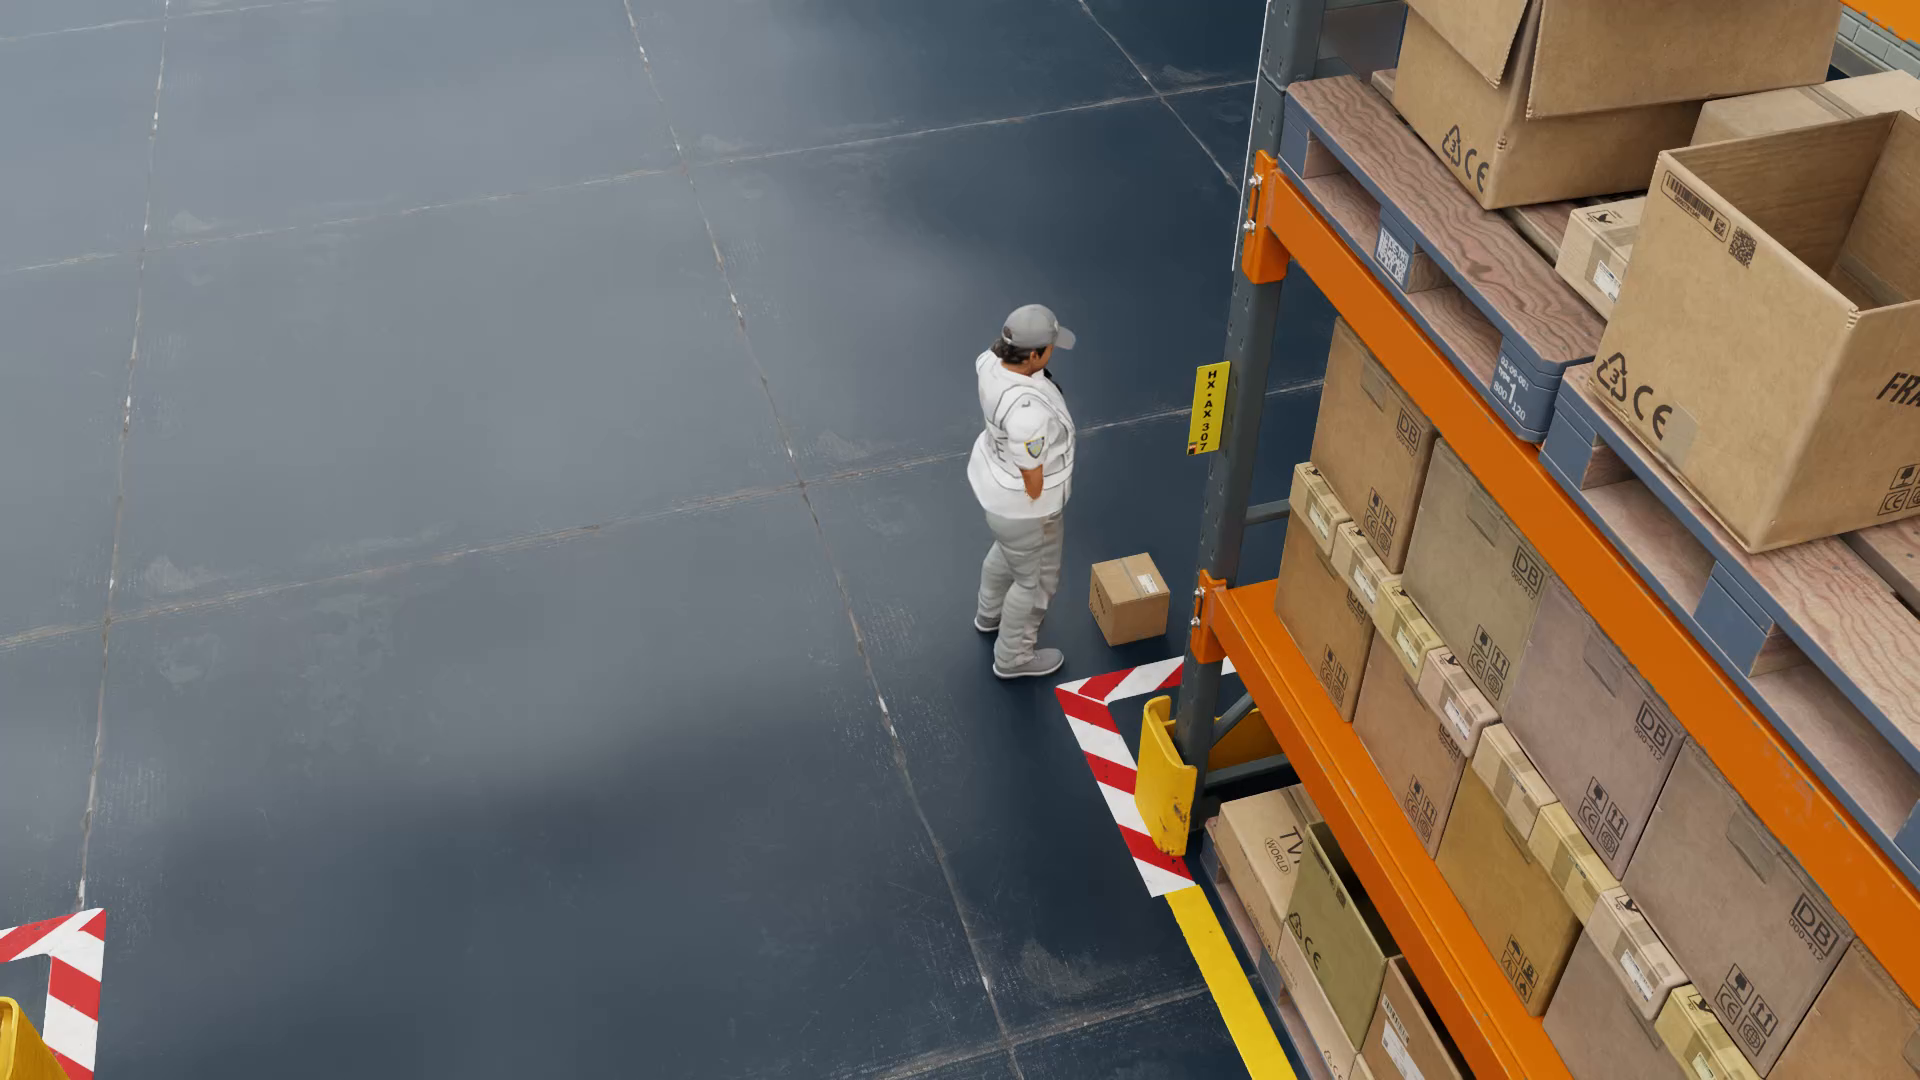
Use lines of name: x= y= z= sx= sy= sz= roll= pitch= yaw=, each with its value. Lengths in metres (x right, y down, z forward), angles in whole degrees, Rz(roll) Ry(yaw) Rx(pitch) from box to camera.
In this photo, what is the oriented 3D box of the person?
person: x=0.234 y=-0.192 z=6.380 sx=0.389 sy=1.657 sz=0.473 roll=-11 pitch=44 yaw=-12
